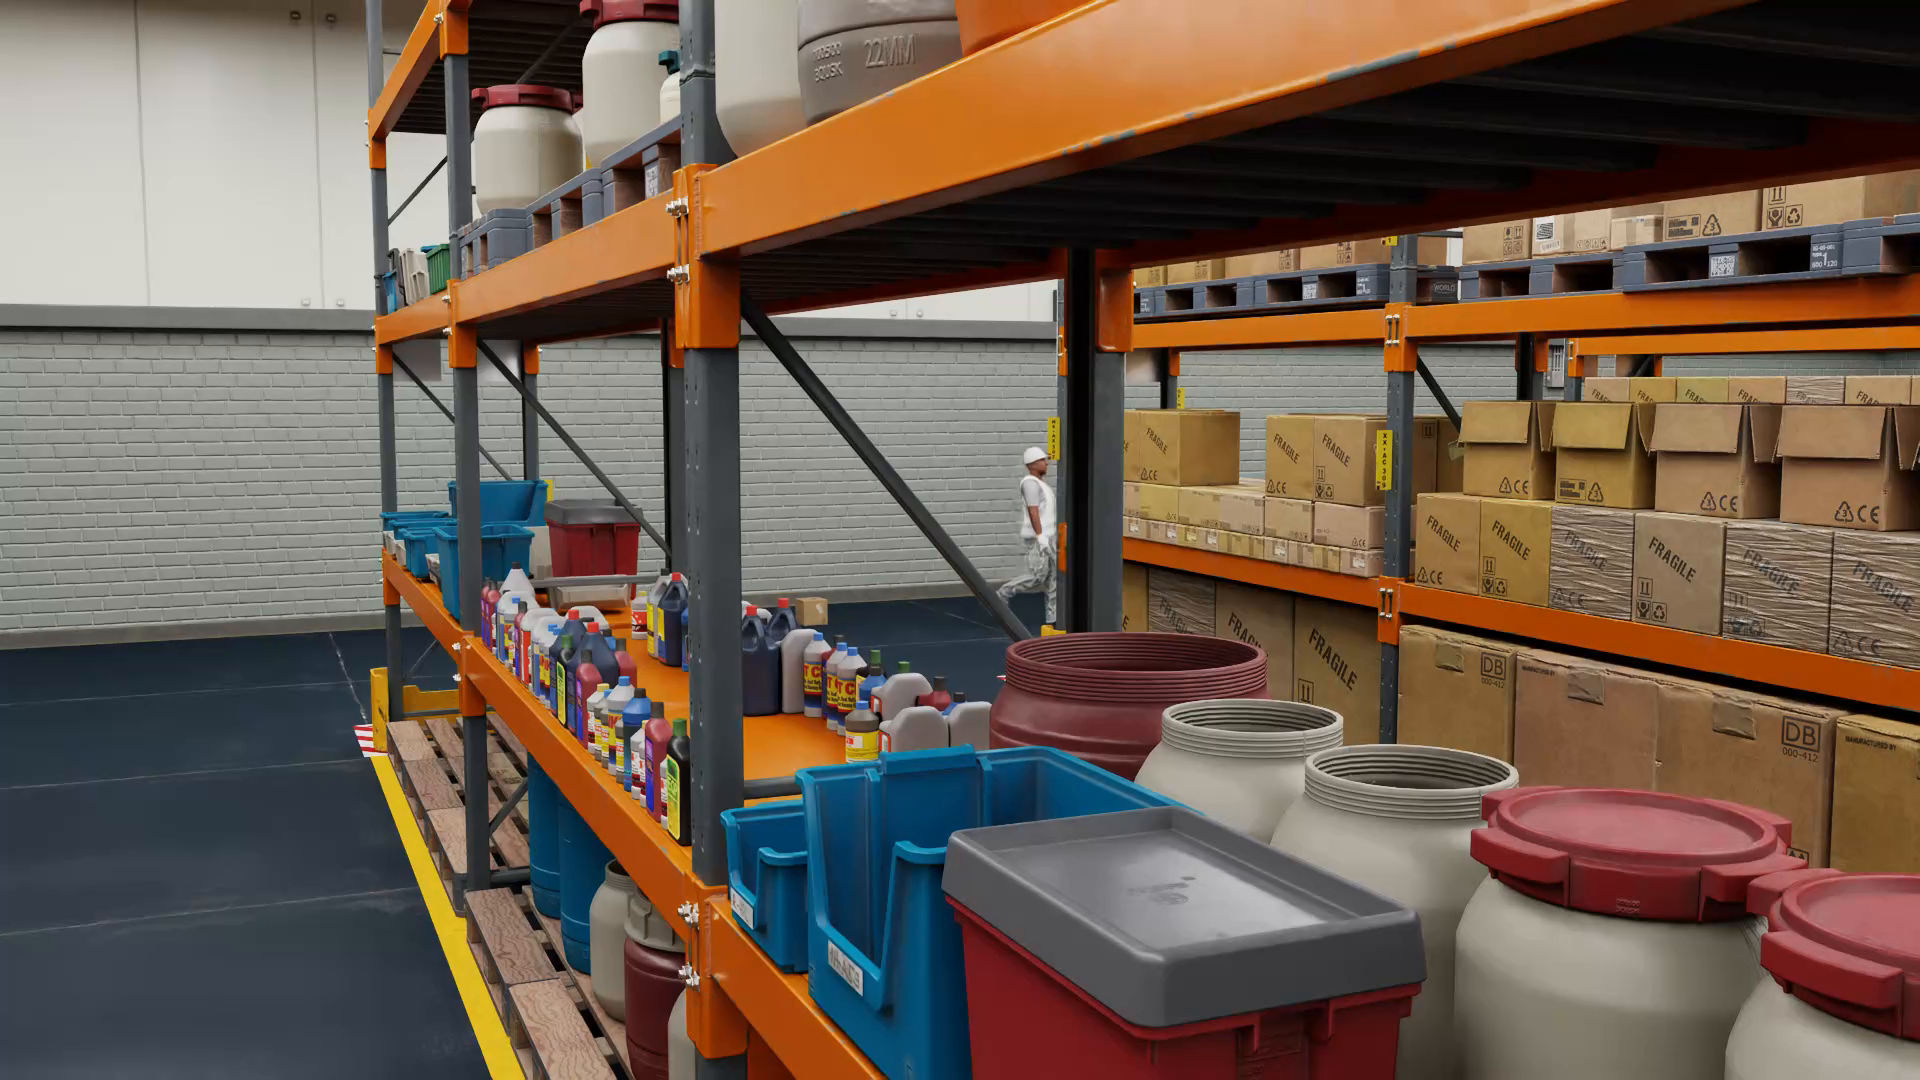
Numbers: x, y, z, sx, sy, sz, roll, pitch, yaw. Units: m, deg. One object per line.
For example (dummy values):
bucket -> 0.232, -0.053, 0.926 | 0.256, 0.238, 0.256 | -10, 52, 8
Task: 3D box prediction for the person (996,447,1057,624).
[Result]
person -> 0.731, -0.040, 16.450 | 0.831, 1.757, 0.540 | 1, 5, 14
